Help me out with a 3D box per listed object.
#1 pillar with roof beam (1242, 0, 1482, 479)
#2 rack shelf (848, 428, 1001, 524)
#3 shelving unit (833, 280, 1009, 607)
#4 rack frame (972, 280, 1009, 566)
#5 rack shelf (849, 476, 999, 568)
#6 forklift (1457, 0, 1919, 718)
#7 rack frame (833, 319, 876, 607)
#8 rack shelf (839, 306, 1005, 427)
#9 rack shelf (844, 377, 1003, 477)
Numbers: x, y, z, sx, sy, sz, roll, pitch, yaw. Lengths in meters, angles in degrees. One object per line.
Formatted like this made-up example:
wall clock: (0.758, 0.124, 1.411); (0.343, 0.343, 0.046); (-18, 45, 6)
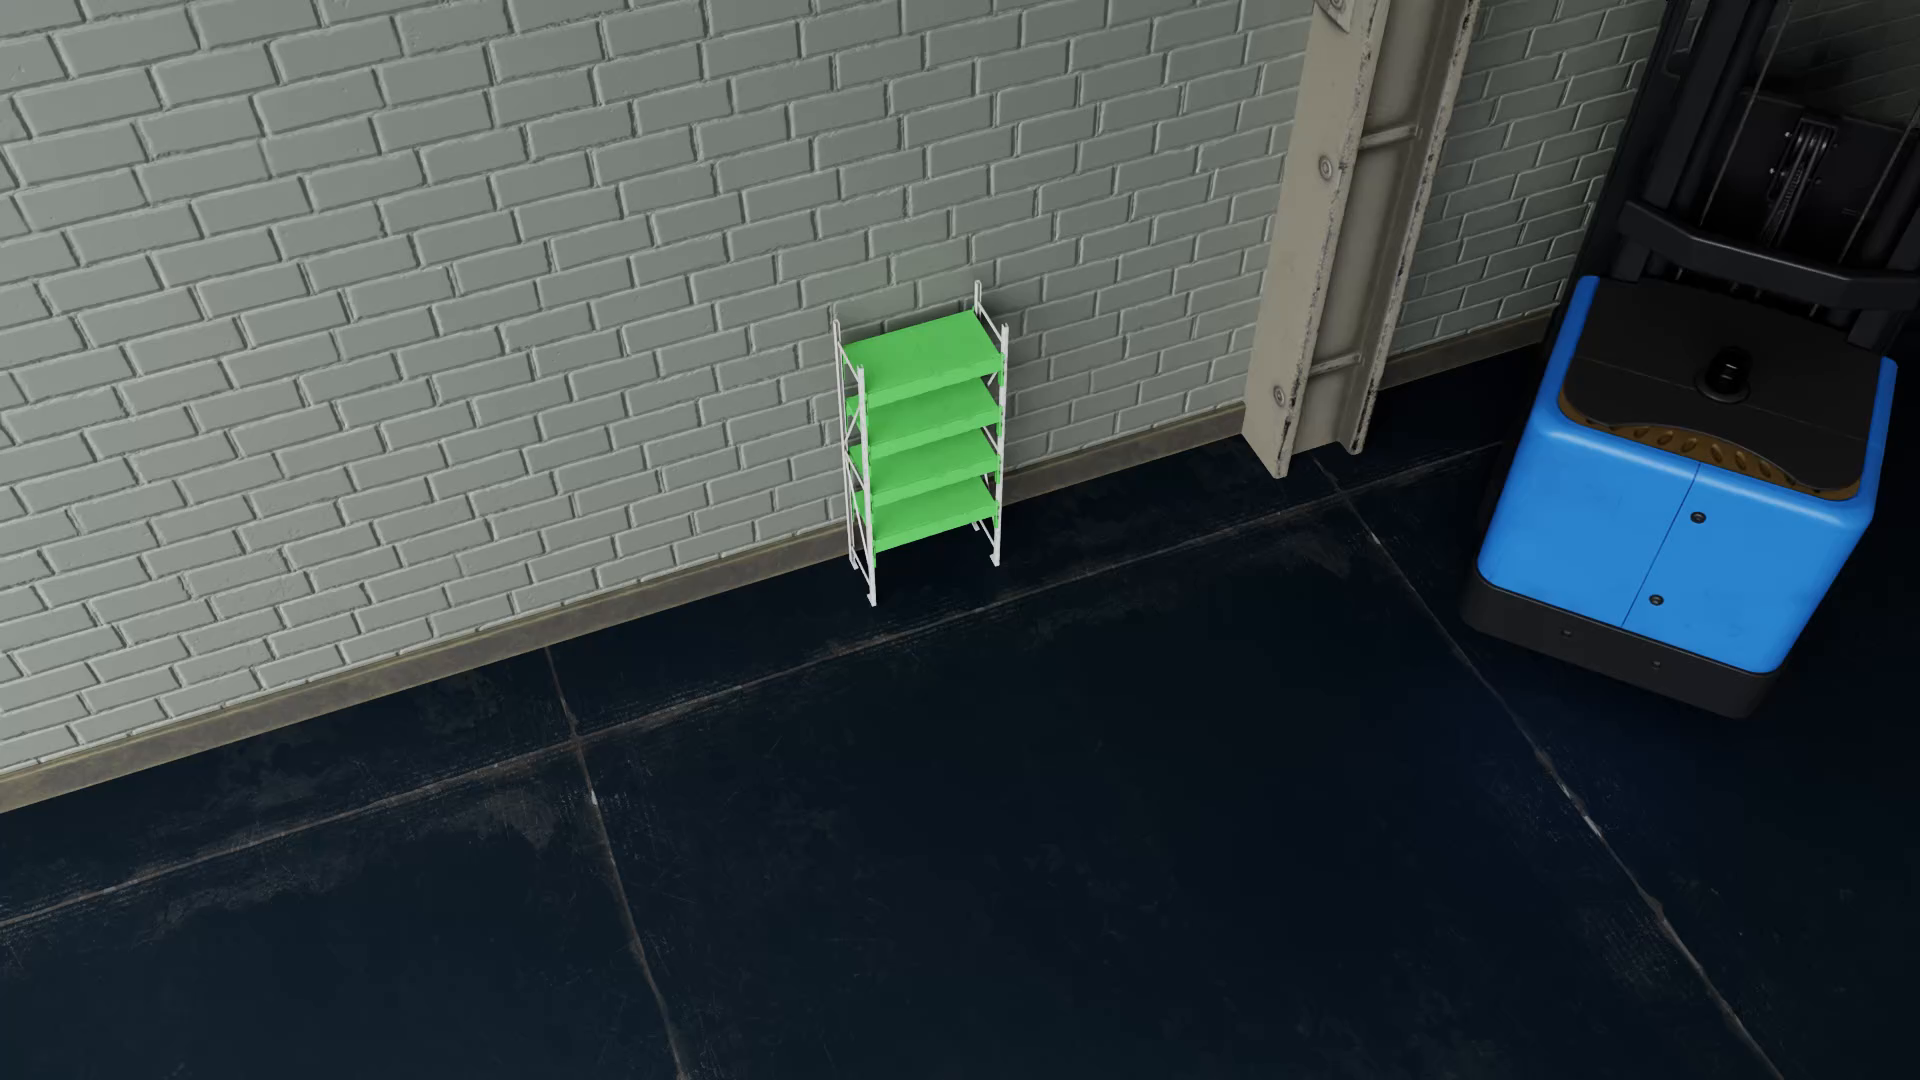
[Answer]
pillar with roof beam: (2.976, -0.309, 0.584); (0.400, 9.000, 9.100); (-17, 52, -14)
rack shelf: (-0.129, -0.260, 5.763); (0.480, 0.148, 0.258); (-18, 53, -15)
shelving unit: (-0.128, -0.301, 5.714); (0.503, 1.200, 0.258); (-18, 53, -15)
rack frame: (0.097, -0.372, 5.775); (0.015, 1.200, 0.240); (-18, 53, -15)
rack shelf: (-0.130, -0.107, 5.948); (0.480, 0.148, 0.258); (-18, 53, -15)
forklift: (2.868, -1.484, 5.592); (1.130, 2.935, 3.031); (20, 52, 16)
rack frame: (-0.353, -0.229, 5.652); (0.015, 1.200, 0.240); (-18, 53, -15)
rack shelf: (-0.125, -0.566, 5.394); (0.480, 0.148, 0.258); (-18, 53, -15)
rack shelf: (-0.127, -0.413, 5.578); (0.480, 0.148, 0.258); (-18, 53, -15)
